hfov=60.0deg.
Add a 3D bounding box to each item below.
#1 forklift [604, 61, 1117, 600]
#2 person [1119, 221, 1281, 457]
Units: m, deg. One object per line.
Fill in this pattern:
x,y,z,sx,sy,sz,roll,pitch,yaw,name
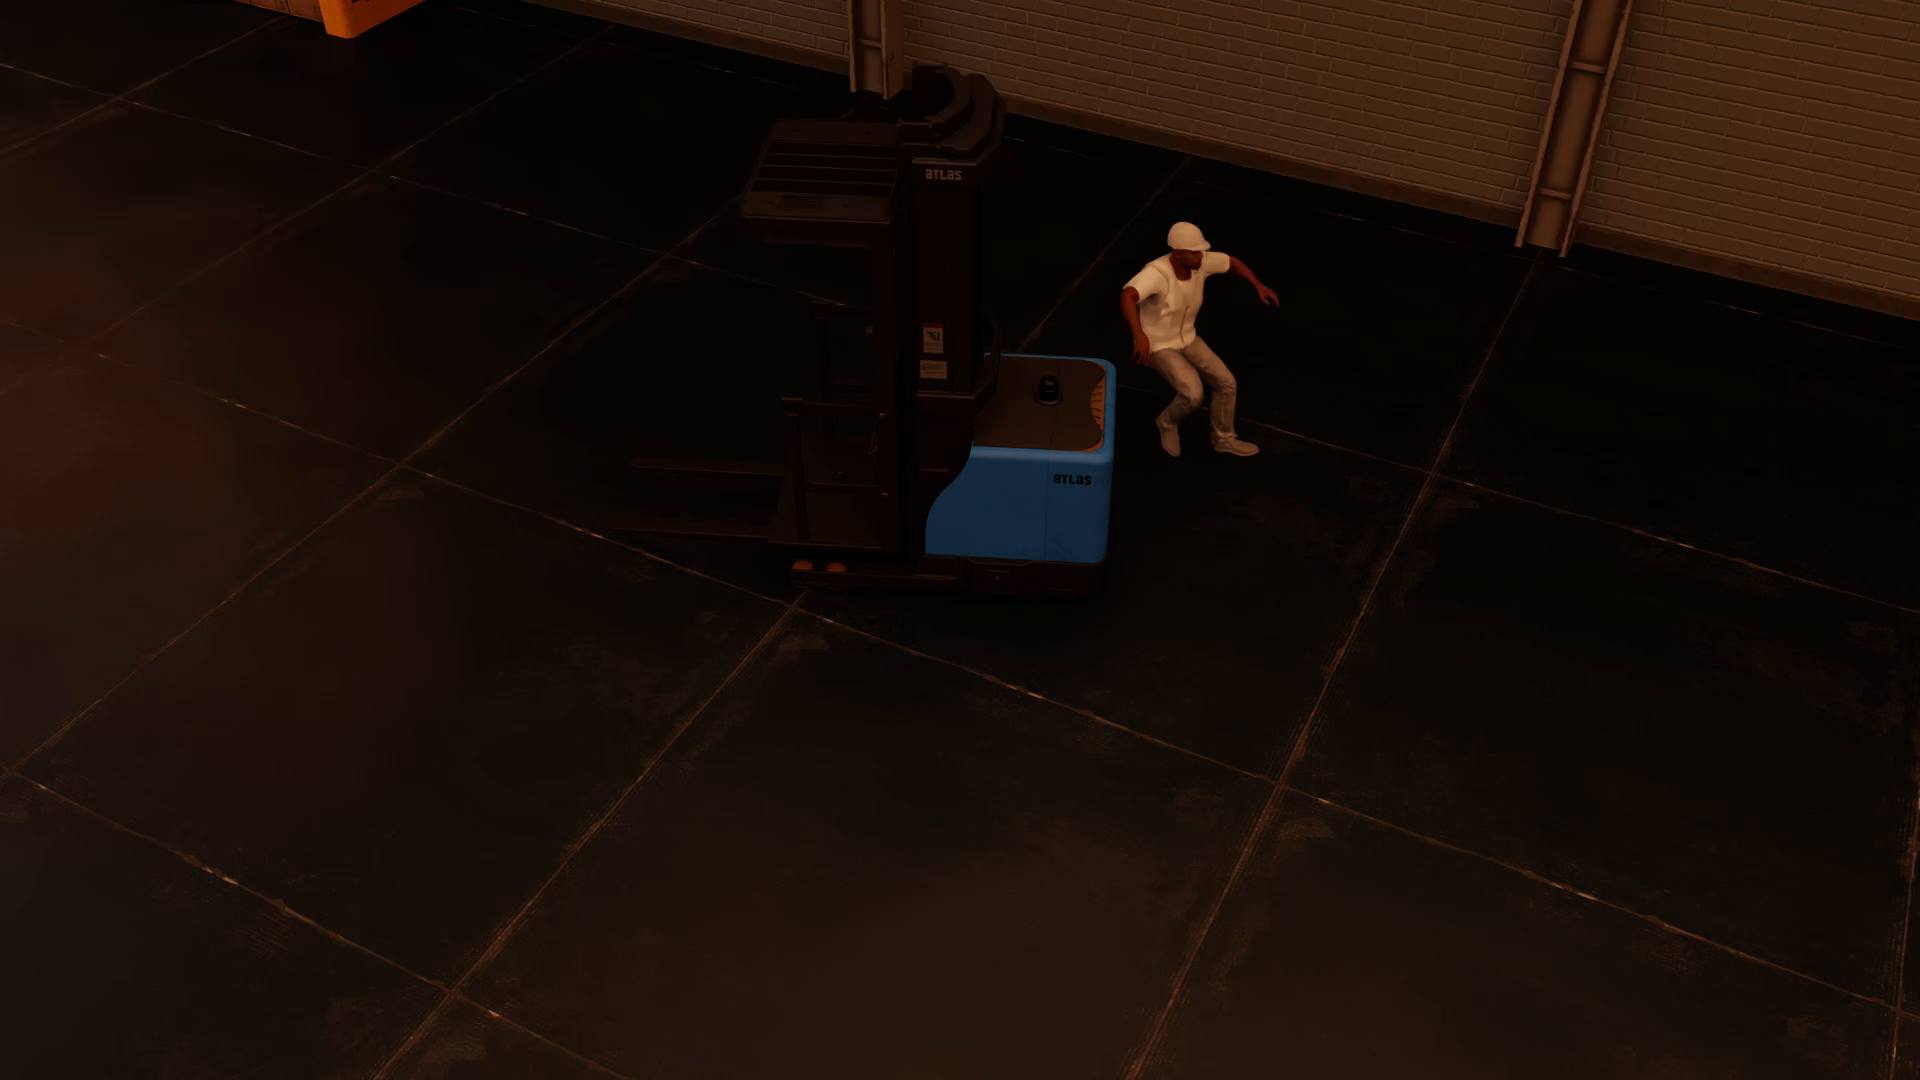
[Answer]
-0.606,-1.157,9.360,3.031,2.935,1.130,3,40,4,forklift
1.502,-1.219,10.507,1.205,1.565,0.823,-30,48,-30,person
